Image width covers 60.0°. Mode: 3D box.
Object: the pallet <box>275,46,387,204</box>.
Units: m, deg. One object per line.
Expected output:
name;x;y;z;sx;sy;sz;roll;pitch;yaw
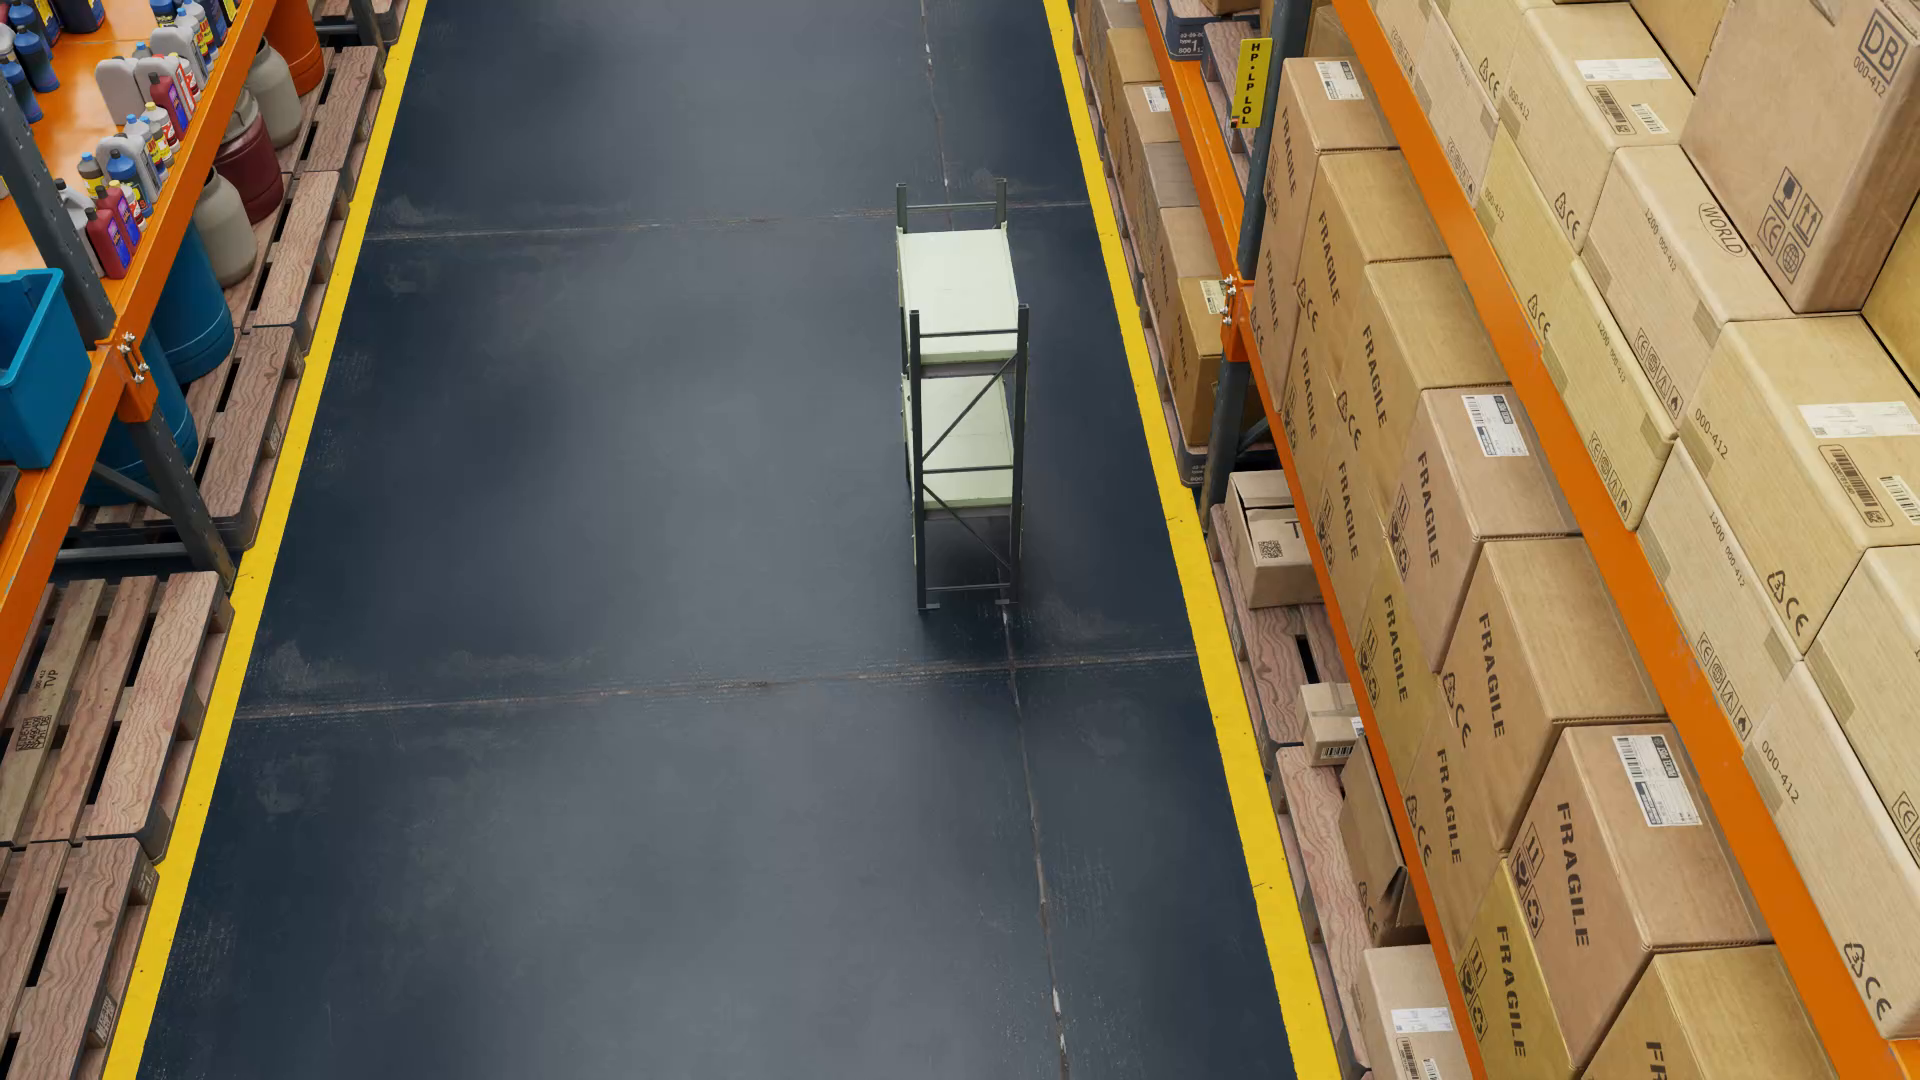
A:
pallet;-3.661;-2.196;8.821;1.003;0.211;1.213;-3;47;-3

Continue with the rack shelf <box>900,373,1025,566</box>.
rack shelf;-0.001;-0.296;6.583;0.431;0.370;0.720;-3;47;-3

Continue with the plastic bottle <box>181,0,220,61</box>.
plastic bottle;-3.180;-2.136;6.932;0.097;0.271;0.097;0;47;0

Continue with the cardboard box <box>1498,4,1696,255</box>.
cardboard box;1.412;-0.826;3.296;0.500;0.250;0.500;-3;47;-3

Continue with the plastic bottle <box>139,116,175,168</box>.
plastic bottle;-3.114;-1.539;6.415;0.097;0.201;0.097;0;47;0

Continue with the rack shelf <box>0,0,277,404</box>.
rack shelf;-3.601;-2.028;7.237;1.077;0.370;4.000;-3;47;-3

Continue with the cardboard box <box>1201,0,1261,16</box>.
cardboard box;1.294;-2.580;6.906;0.700;0.500;0.500;-14;48;-13

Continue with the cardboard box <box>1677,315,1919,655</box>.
cardboard box;1.499;-0.103;2.611;0.500;0.250;0.500;-3;47;-3

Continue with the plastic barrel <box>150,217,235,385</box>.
plastic barrel;-3.521;-1.159;7.074;0.600;0.901;0.708;-3;47;-3

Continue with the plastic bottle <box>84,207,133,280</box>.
plastic bottle;-3.039;-1.080;5.924;0.061;0.283;0.133;-3;47;-3

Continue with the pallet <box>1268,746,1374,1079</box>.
pallet;1.665;1.213;5.592;1.003;0.211;1.213;-3;47;-3

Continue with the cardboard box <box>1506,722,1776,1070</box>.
cardboard box;1.484;0.718;3.383;0.500;0.500;0.500;-2;47;-2

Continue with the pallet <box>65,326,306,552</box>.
pallet;-3.456;-0.431;7.149;1.003;0.211;1.213;-3;47;-3

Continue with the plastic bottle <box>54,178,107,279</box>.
plastic bottle;-3.143;-1.115;5.911;0.144;0.351;0.185;-3;47;-3

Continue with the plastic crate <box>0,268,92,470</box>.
plastic crate;-3.054;-0.527;5.289;0.392;0.384;0.575;-3;47;-3

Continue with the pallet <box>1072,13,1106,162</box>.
pallet;1.193;-2.520;9.128;1.003;0.211;1.213;-3;47;-3

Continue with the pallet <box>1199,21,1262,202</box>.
pallet;1.545;-1.646;6.512;1.003;0.211;1.213;-3;47;-3

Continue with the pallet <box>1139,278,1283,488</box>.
pallet;1.397;-0.754;7.456;1.003;0.211;1.213;-3;47;-3

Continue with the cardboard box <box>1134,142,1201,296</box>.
cardboard box;1.102;-1.480;7.640;0.500;0.500;0.500;-3;47;-3

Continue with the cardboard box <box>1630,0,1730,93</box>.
cardboard box;1.724;-1.103;3.042;0.700;0.500;0.500;-3;47;-3

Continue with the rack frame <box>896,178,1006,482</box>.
rack frame;-0.031;-0.785;6.597;0.400;1.500;0.023;-3;47;-3

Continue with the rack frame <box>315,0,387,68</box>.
rack frame;-3.768;-3.723;8.346;1.000;3.000;0.127;-3;47;-3

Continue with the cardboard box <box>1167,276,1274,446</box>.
cardboard box;1.176;-0.759;6.958;0.500;0.500;0.500;-4;47;-4

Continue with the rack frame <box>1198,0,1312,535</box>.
rack frame;1.503;-1.127;5.888;1.000;3.000;0.127;-3;47;-3

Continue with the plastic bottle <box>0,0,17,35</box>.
plastic bottle;-3.957;-2.113;6.902;0.061;0.283;0.133;-3;47;-3

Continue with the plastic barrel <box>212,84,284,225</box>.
plastic barrel;-3.616;-1.868;7.961;0.600;0.588;0.708;-3;47;-3

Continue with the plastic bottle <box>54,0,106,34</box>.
plastic bottle;-3.788;-2.361;7.090;0.144;0.351;0.185;-3;47;-3

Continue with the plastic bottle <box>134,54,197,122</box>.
plastic bottle;-3.170;-1.814;6.624;0.152;0.276;0.135;-3;47;-3

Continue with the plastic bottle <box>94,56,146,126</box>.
plastic bottle;-3.321;-1.805;6.615;0.152;0.276;0.135;-3;47;-3

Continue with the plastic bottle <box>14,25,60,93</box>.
plastic bottle;-3.769;-1.965;6.771;0.097;0.271;0.097;0;47;0

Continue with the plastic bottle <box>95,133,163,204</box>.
plastic bottle;-3.123;-1.409;6.240;0.152;0.276;0.135;-3;47;-3

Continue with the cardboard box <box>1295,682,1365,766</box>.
cardboard box;1.405;0.638;5.865;0.380;0.166;0.250;-3;47;-3

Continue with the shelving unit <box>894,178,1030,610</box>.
shelving unit;-0.001;-0.521;6.347;0.431;1.500;0.755;-3;47;-3

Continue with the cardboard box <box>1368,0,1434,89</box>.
cardboard box;1.335;-1.378;4.163;0.500;0.250;0.500;-3;47;-3

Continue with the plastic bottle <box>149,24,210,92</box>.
plastic bottle;-3.189;-1.982;6.783;0.152;0.276;0.135;-3;47;-3

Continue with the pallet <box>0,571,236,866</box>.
pallet;-3.333;0.660;6.116;1.003;0.211;1.213;-3;47;-3

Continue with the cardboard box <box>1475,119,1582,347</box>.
cardboard box;1.421;-0.655;3.478;0.500;0.250;0.500;-3;47;-3

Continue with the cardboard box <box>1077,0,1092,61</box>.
cardboard box;0.922;-2.966;9.048;0.500;0.500;0.500;-2;47;-2

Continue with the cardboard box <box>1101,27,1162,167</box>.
cardboard box;1.008;-2.225;8.346;0.500;0.500;0.500;-4;47;-4

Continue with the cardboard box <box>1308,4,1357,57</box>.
cardboard box;1.686;-1.662;6.037;0.700;0.500;0.500;-18;49;-16

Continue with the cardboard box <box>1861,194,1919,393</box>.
cardboard box;1.821;-0.380;2.357;0.700;0.500;0.500;-3;47;-3

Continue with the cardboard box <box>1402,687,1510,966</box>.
cardboard box;1.446;0.689;4.100;0.500;0.500;0.500;-3;47;-3

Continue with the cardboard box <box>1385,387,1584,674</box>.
cardboard box;1.392;-0.029;4.090;0.500;0.500;0.500;-2;47;-2

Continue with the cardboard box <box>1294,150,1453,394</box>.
cardboard box;1.306;-0.774;4.796;0.500;0.500;0.500;-5;47;-5

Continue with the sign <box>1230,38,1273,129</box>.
sign;0.950;-1.489;5.433;0.100;0.325;0.005;-3;47;-3

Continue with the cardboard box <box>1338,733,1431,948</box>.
cardboard box;1.665;0.939;5.348;0.797;0.503;0.637;-3;47;-3

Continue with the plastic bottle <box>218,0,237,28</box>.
plastic bottle;-3.187;-2.359;7.135;0.061;0.283;0.133;-3;47;-3

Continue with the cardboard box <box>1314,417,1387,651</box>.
cardboard box;1.360;-0.044;4.793;0.500;0.500;0.500;-4;47;-4

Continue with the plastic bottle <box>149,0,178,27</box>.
plastic bottle;-3.332;-2.198;6.991;0.097;0.271;0.097;0;47;0

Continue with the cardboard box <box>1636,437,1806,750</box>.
cardboard box;1.501;0.069;2.793;0.500;0.250;0.500;-3;47;-3

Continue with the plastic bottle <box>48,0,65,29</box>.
plastic bottle;-3.938;-2.344;7.126;0.152;0.276;0.135;-3;47;-3

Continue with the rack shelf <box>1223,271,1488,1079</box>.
rack shelf;1.670;0.567;4.779;1.077;0.370;4.000;-3;47;-3

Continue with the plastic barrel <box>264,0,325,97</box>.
plastic barrel;-3.710;-2.768;8.648;0.600;0.830;0.708;-3;47;-3

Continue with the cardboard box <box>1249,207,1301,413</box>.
cardboard box;1.274;-0.776;5.487;0.500;0.500;0.500;-2;47;-2

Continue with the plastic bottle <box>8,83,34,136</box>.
plastic bottle;-3.738;-1.700;6.519;0.097;0.271;0.097;0;47;0

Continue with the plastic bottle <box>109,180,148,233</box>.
plastic bottle;-3.078;-1.231;6.123;0.097;0.201;0.097;0;47;0
